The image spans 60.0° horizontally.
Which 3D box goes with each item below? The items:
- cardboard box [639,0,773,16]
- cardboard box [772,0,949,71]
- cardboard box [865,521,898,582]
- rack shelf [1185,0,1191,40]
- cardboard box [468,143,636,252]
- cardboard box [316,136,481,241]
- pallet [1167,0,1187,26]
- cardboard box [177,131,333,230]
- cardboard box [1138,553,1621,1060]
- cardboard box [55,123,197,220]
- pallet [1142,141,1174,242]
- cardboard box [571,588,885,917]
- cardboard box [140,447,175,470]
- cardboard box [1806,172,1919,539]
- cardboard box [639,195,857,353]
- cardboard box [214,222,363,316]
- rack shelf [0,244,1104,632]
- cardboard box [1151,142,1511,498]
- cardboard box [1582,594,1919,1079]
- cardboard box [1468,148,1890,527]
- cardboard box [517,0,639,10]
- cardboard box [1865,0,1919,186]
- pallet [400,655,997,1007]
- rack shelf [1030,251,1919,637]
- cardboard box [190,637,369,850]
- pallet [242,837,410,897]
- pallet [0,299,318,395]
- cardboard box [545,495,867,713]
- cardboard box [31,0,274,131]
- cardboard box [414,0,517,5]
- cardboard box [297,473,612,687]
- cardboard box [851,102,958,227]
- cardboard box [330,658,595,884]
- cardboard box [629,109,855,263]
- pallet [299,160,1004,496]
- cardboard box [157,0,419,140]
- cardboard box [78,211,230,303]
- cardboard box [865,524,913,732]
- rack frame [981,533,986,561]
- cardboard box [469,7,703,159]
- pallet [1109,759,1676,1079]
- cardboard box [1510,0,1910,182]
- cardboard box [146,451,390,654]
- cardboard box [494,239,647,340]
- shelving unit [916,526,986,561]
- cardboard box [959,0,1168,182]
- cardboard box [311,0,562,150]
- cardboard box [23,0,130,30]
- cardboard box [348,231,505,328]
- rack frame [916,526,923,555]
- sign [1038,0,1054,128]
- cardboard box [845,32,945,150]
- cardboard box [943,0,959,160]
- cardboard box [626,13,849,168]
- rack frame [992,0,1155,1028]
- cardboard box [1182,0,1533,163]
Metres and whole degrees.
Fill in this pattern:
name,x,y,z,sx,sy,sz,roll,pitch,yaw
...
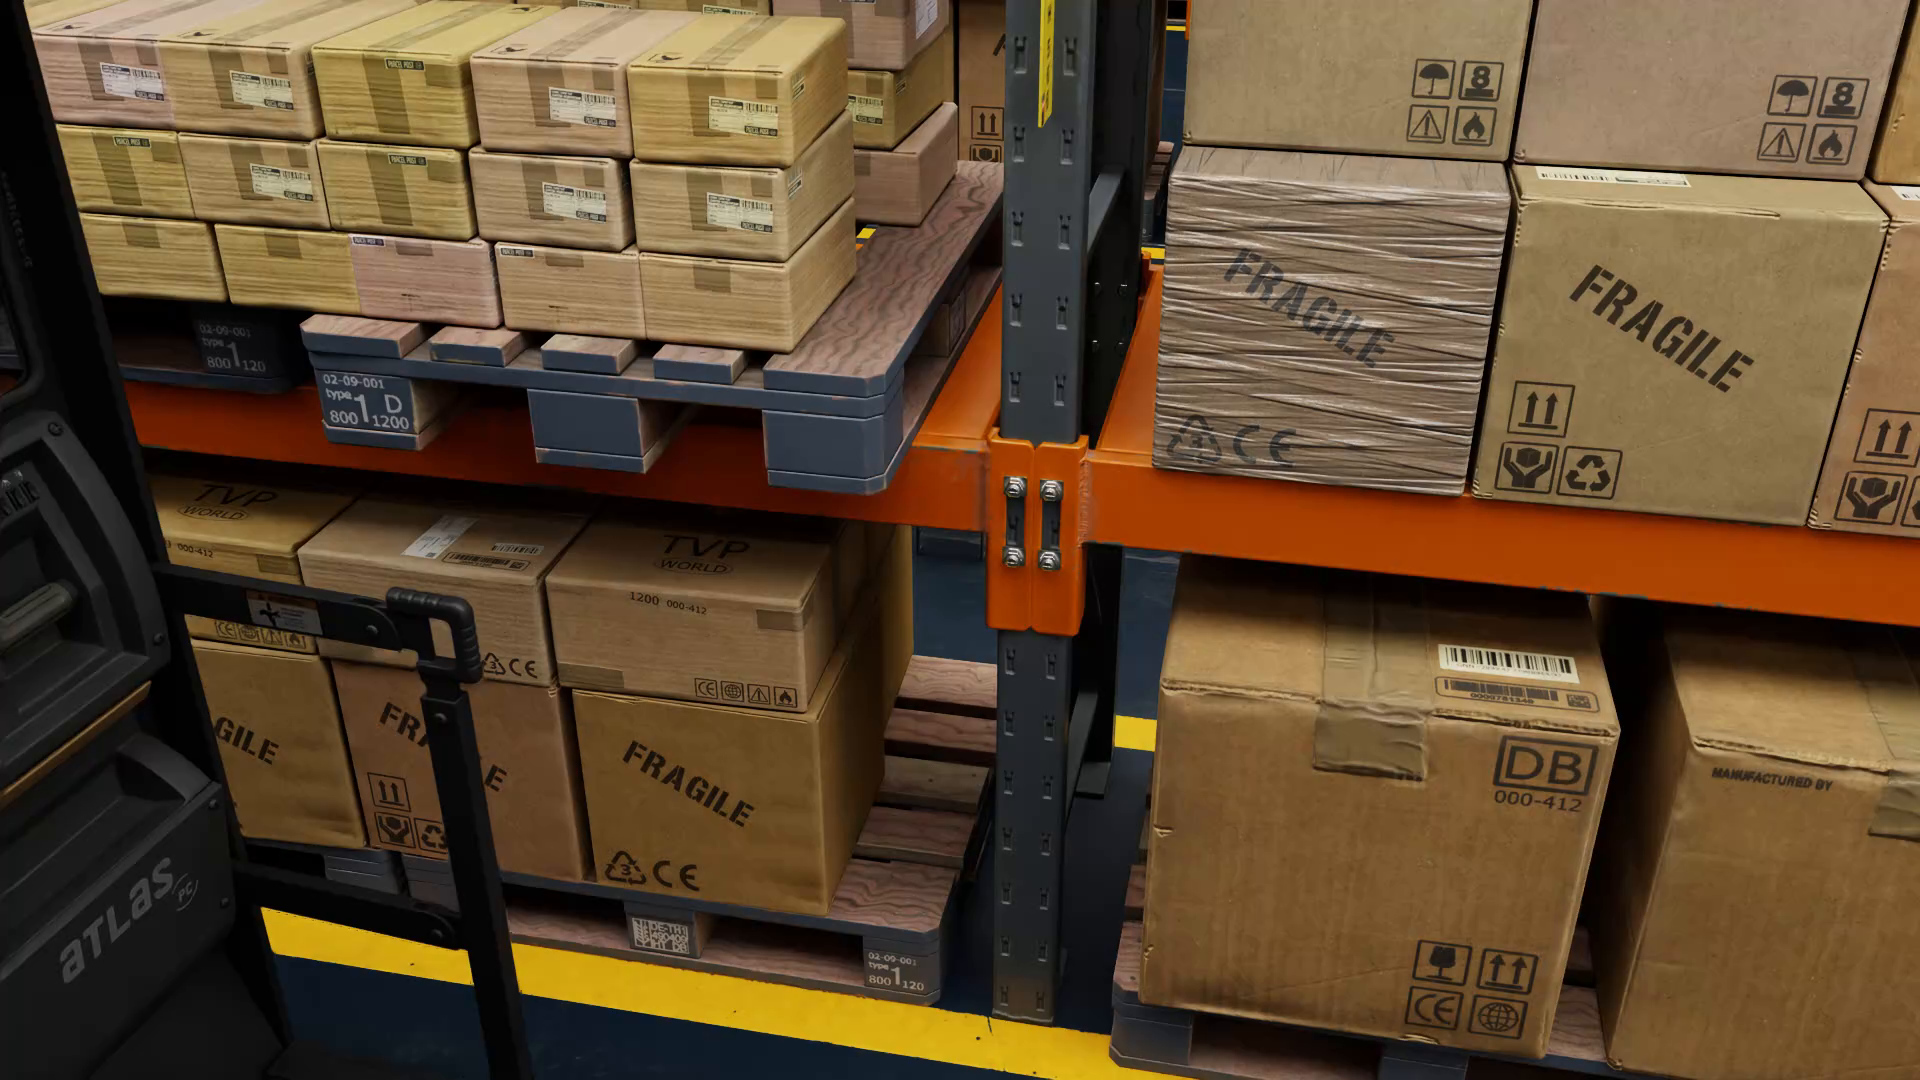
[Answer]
name,x,y,z,sx,sy,sz,roll,pitch,yaw
cardboard box,-0.443,-1.052,3.253,0.250,0.149,0.380,5,29,9
cardboard box,-0.184,-1.027,3.207,0.250,0.149,0.380,6,29,11
cardboard box,-0.392,-0.154,3.792,0.500,0.250,0.500,5,29,8
rack shelf,-0.789,-2.774,7.942,4.000,0.370,1.077,6,29,11
cardboard box,-0.608,-0.620,2.774,0.250,0.149,0.380,7,29,12
cardboard box,-0.866,-0.645,2.820,0.250,0.149,0.380,7,29,12
pallet,1.477,-4.090,12.500,1.213,0.211,1.003,6,29,11
cardboard box,-1.110,-0.671,2.866,0.250,0.149,0.380,6,29,11
cardboard box,0.809,0.352,3.389,0.750,0.750,1.050,5,29,10
cardboard box,-1.353,-0.697,2.913,0.250,0.149,0.380,6,29,10
pallet,0.412,-1.780,8.282,1.213,0.211,1.003,6,29,11
cardboard box,-0.466,0.415,3.534,0.500,0.500,0.500,6,29,10
cardboard box,-1.993,-0.068,3.636,0.500,0.250,0.500,7,29,12
cardboard box,1.606,-0.326,2.617,0.500,0.500,0.500,6,29,11
cardboard box,-0.347,-0.462,2.794,0.250,0.149,0.380,6,29,11
cardboard box,-1.084,-0.540,2.936,0.250,0.149,0.380,5,29,10
rack shelf,-1.724,-0.439,3.677,4.000,0.370,1.077,6,29,11
cardboard box,0.615,-0.426,2.800,0.500,0.500,0.500,6,29,11
cardboard box,1.664,0.438,3.232,0.750,0.750,1.050,6,29,11
cardboard box,1.112,-0.376,2.710,0.500,0.500,0.500,6,29,10
cardboard box,-0.682,-1.079,3.301,0.250,0.149,0.380,6,29,10
cardboard box,1.666,-0.886,2.600,0.500,0.500,0.700,5,29,10
pallet,-0.532,0.590,3.952,1.213,0.211,1.003,6,29,11
rack shelf,2.188,-0.038,2.945,4.000,0.370,1.077,6,29,11
cardboard box,-1.494,0.316,3.715,0.500,0.500,0.500,5,29,8
pallet,-1.721,0.467,4.178,1.213,0.211,1.003,6,29,11
pallet,-1.713,-0.649,3.512,1.213,0.211,1.003,6,29,11
cardboard box,-0.492,0.084,3.358,0.500,0.250,0.500,5,29,9
cardboard box,-1.341,-0.827,2.842,0.250,0.149,0.380,6,29,11
cardboard box,-0.941,-1.105,3.350,0.250,0.149,0.380,5,29,8
cardboard box,-0.988,0.038,3.441,0.500,0.250,0.500,6,29,11
cardboard box,-0.164,-0.768,3.353,0.250,0.149,0.380,5,29,10
cardboard box,-0.973,0.361,3.632,0.500,0.500,0.500,7,29,13
cardboard box,-0.346,-0.594,2.726,0.250,0.149,0.380,6,29,12
pallet,-0.487,-0.491,3.223,1.003,0.211,1.213,6,29,11
cardboard box,-1.106,-0.800,2.793,0.250,0.149,0.380,7,29,12
cardboard box,-1.347,-0.566,2.984,0.250,0.149,0.380,5,29,8
cardboard box,-0.407,0.168,3.986,0.500,0.500,0.500,5,29,8
rack frame,0.091,-0.385,5.017,0.006,0.900,0.240,6,29,11
cardboard box,-0.588,-0.749,2.699,0.250,0.149,0.380,6,29,10
pallet,0.987,0.784,3.599,1.213,0.211,1.003,6,29,11
cardboard box,1.164,-0.937,2.692,0.500,0.500,0.700,5,29,10
cardboard box,-1.482,-0.020,3.548,0.500,0.250,0.500,7,29,12
cardboard box,-0.589,-0.487,2.841,0.250,0.149,0.380,6,29,10
shelving unit,-0.008,-0.396,5.035,0.210,0.900,0.258,6,29,11
cardboard box,0.509,-2.249,8.010,0.875,0.875,0.875,6,29,10
cardboard box,-0.844,-0.775,2.747,0.250,0.149,0.380,7,29,12
cardboard box,-1.607,-0.853,2.890,0.250,0.149,0.380,7,30,13
cardboard box,-0.841,-0.513,2.888,0.250,0.149,0.380,6,29,11
rack frame,-0.107,-0.406,5.054,0.006,0.900,0.240,6,29,11
sign,0.128,-0.771,2.412,0.005,0.325,0.100,6,29,11
cardboard box,-0.199,-0.901,3.287,0.250,0.149,0.380,7,30,13
cardboard box,-0.363,-2.341,8.177,0.875,0.875,0.875,6,29,11
cardboard box,-0.343,-0.723,2.651,0.250,0.149,0.380,5,29,9
rack frame,0.232,-0.554,3.138,0.127,3.000,1.000,6,29,11
cardboard box,0.669,-0.987,2.783,0.500,0.500,0.700,6,29,10
